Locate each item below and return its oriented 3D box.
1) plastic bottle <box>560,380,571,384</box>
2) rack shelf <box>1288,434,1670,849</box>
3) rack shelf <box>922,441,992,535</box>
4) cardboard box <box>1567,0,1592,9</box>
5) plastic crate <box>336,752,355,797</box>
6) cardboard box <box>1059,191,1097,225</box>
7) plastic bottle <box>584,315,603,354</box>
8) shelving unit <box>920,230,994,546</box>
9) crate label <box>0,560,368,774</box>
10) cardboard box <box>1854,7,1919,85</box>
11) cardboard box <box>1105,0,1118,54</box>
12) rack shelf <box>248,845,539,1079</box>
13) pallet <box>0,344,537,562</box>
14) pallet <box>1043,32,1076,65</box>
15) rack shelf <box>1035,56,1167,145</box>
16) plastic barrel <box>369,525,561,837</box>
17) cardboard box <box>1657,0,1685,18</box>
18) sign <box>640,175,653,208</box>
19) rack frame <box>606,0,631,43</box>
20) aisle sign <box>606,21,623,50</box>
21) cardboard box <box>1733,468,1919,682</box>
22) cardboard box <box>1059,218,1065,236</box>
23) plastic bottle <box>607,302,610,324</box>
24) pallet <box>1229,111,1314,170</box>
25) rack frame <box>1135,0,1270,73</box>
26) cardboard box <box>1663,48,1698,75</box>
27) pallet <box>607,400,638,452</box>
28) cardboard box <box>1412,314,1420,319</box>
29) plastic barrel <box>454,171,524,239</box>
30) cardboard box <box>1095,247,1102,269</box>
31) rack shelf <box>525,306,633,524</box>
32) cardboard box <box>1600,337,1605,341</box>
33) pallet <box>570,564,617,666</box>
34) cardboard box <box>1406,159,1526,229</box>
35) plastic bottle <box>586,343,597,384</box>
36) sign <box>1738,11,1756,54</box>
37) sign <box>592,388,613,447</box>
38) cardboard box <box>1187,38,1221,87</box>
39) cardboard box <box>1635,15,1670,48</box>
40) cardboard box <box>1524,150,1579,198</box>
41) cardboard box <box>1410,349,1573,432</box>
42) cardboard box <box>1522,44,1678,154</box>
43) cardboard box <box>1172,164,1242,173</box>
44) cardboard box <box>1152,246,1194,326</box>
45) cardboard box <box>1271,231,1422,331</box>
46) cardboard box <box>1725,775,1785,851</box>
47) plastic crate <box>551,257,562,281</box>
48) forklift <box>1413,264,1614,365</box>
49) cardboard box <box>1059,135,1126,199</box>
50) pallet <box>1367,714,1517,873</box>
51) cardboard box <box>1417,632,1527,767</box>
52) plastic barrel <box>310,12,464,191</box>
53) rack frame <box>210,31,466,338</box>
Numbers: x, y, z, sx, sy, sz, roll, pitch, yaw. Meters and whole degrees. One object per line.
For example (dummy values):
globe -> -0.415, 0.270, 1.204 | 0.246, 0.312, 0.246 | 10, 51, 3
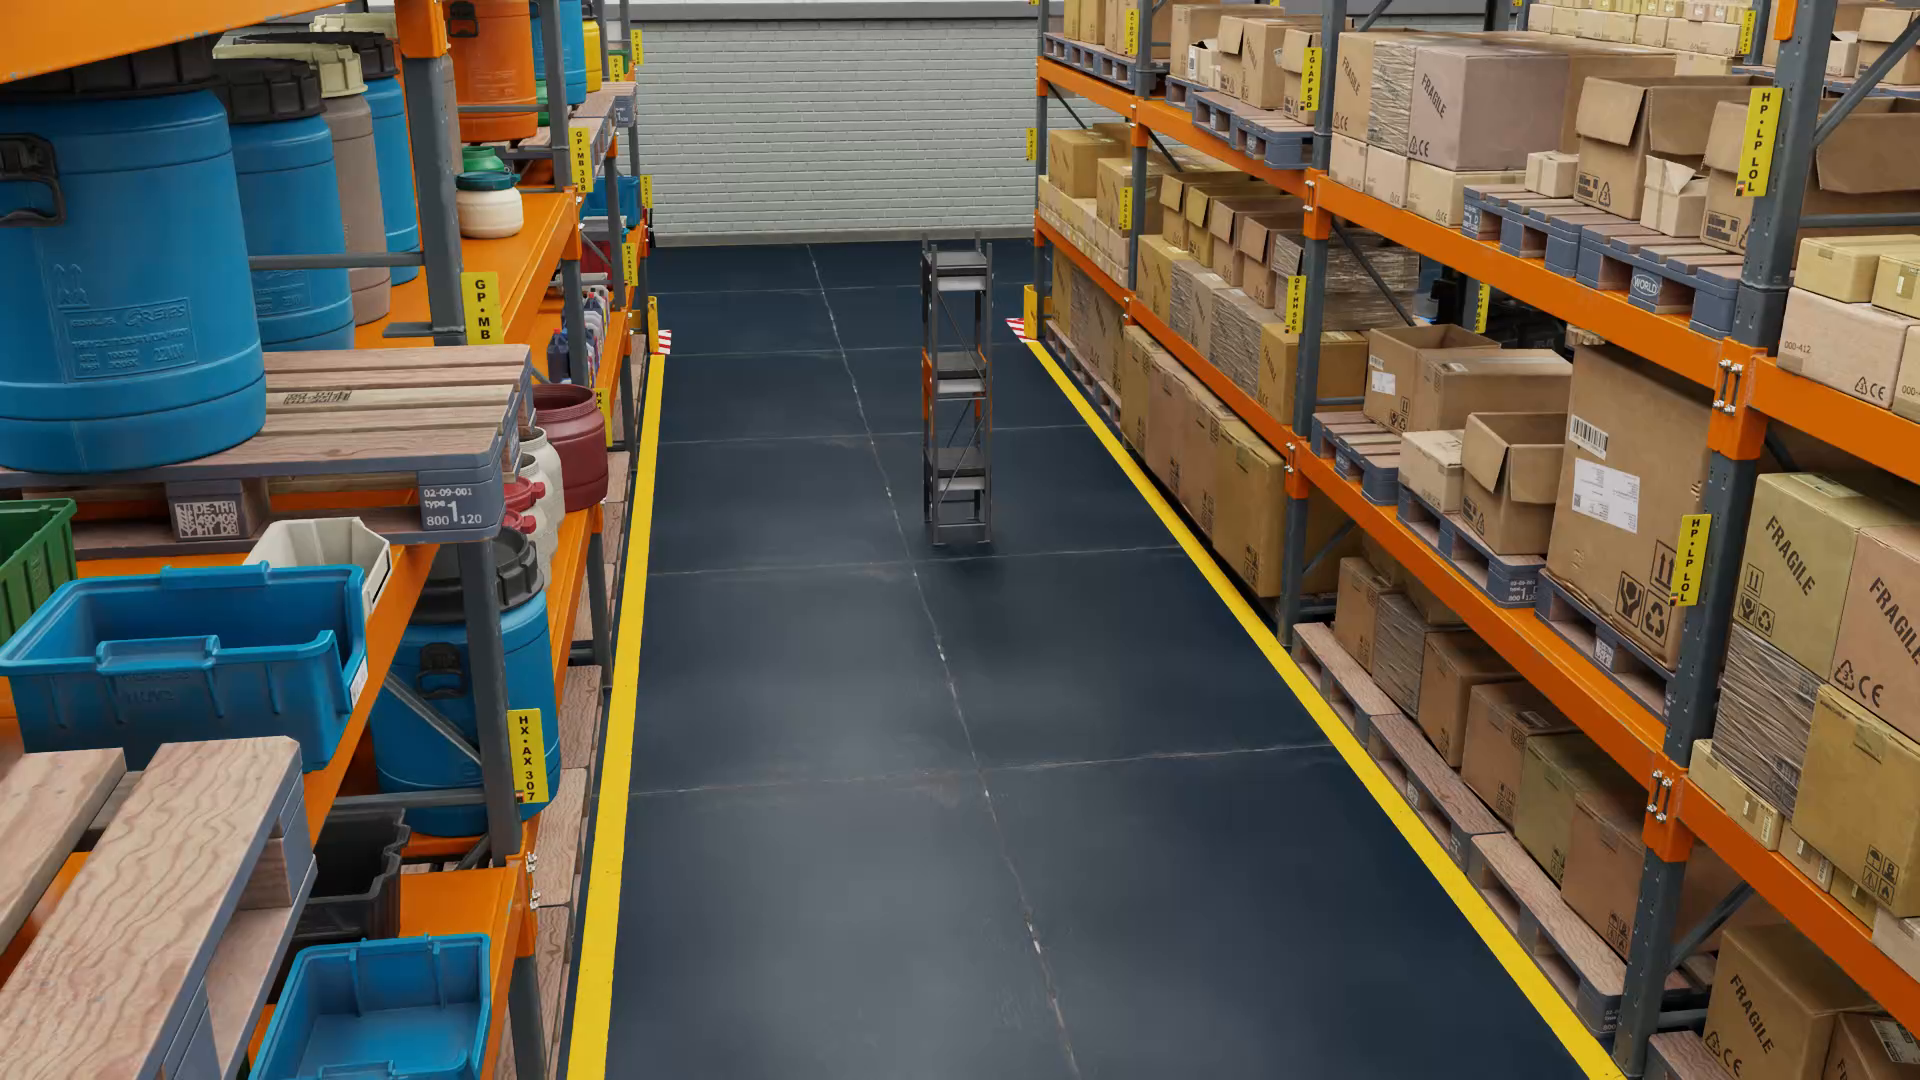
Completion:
plastic bottle -> -2.286, -0.820, 9.803 | 0.152, 0.276, 0.135 | -3, 21, -8
rack shelf -> 2.712, 0.228, 7.848 | 1.077, 0.370, 4.000 | -3, 21, -8
rack shelf -> -0.024, -0.372, 11.752 | 0.431, 0.518, 0.480 | -3, 21, -8
cardboard box -> 6.035, -5.148, 15.856 | 0.380, 0.149, 0.250 | -3, 21, -7
plastic crate -> -2.273, 0.651, 5.595 | 0.402, 0.464, 0.583 | -3, 21, -8
cardboard box -> 1.223, -3.107, 15.538 | 0.500, 0.250, 0.500 | -4, 21, -10
plastic bottle -> -2.532, -1.411, 11.384 | 0.152, 0.276, 0.135 | -3, 21, -8
shelving unit -> -0.024, -1.041, 11.502 | 0.431, 2.100, 0.503 | -3, 21, -8
crate label -> -1.267, 0.218, 2.772 | 0.502, 0.251, 0.408 | -3, 21, -8
cardboard box -> 6.863, -3.511, 11.794 | 0.797, 0.503, 0.637 | -3, 21, -8
cardboard box -> 1.602, -4.337, 13.867 | 0.700, 0.500, 0.500 | -2, 21, -5
rack shelf -> -1.612, 1.862, 3.471 | 1.077, 0.370, 4.000 | -3, 21, -8
pallet -> -1.700, -0.239, 4.052 | 1.213, 0.211, 1.003 | -3, 21, -8
pallet -> 1.388, -4.679, 15.796 | 1.003, 0.211, 1.213 | -3, 21, -8
rack shelf -> 1.559, -3.947, 14.739 | 1.077, 0.370, 4.000 | -3, 21, -8
plastic barrel -> -1.656, 0.449, 5.510 | 0.600, 0.901, 0.708 | -3, 21, -8
cardboard box -> 6.296, -4.613, 14.423 | 0.380, 0.149, 0.250 | -4, 21, -10
sign -> -3.088, -3.432, 16.384 | 0.100, 0.325, 0.005 | -3, 21, -8
rack frame -> -3.630, -6.132, 15.274 | 1.000, 3.000, 0.127 | -3, 21, -8
aisle sign -> -3.351, -4.579, 15.975 | 0.394, 0.787, 0.004 | -3, 21, -8
cardboard box -> 2.814, 0.097, 5.172 | 0.500, 0.500, 0.500 | -3, 21, -8
cardboard box -> 1.146, -2.959, 15.710 | 0.380, 0.149, 0.250 | -3, 21, -9
plastic bottle -> -2.633, -1.685, 12.224 | 0.097, 0.201, 0.097 | 0, 20, 0
pallet -> 2.279, -2.339, 9.674 | 1.213, 0.211, 1.003 | -2, 21, -5
rack frame -> 1.848, -4.997, 12.234 | 1.000, 3.000, 0.127 | -3, 21, -8
cardboard box -> 6.372, -4.067, 14.244 | 0.500, 0.250, 0.500 | -3, 21, -8
pallet -> -3.198, -0.883, 13.779 | 1.003, 0.211, 1.213 | -3, 21, -8
cardboard box -> 2.547, -1.209, 10.524 | 0.500, 0.500, 0.500 | -3, 21, -9
plastic barrel -> -2.063, -1.464, 7.259 | 0.301, 0.262, 0.301 | 0, 20, 0
cardboard box -> 1.368, -2.425, 14.281 | 0.380, 0.149, 0.250 | -3, 21, -7
rack shelf -> -2.765, -0.908, 10.887 | 1.077, 0.370, 4.000 | -3, 21, -8
cardboard box -> 6.289, -1.953, 15.708 | 0.380, 0.149, 0.250 | -4, 21, -10
pallet -> -2.632, 0.483, 10.120 | 1.003, 0.211, 1.213 | -3, 21, -8
cardboard box -> 2.397, -1.606, 7.656 | 0.500, 0.250, 0.500 | -2, 21, -7
plastic bottle -> -2.419, -1.140, 10.659 | 0.152, 0.276, 0.135 | -3, 21, -8
sign -> 6.234, -4.019, 13.164 | 0.100, 0.325, 0.005 | -3, 21, -8
sign -> -1.934, -0.659, 8.959 | 0.100, 0.325, 0.005 | -3, 21, -8
cardboard box -> 1.917, -3.363, 11.672 | 0.500, 0.311, 0.500 | -4, 21, -10
cardboard box -> 6.309, -4.479, 14.634 | 0.500, 0.250, 0.500 | -2, 21, -6
cardboard box -> 2.632, -1.554, 7.035 | 0.380, 0.166, 0.250 | -3, 21, -9
cardboard box -> 2.721, -0.672, 8.486 | 0.700, 0.500, 0.500 | 0, 20, 0
cardboard box -> 2.881, -1.986, 7.603 | 0.500, 0.500, 0.500 | -3, 21, -7
cardboard box -> 2.032, -2.786, 13.605 | 0.500, 0.500, 0.500 | -3, 21, -8
cardboard box -> 1.740, -1.888, 12.340 | 0.500, 0.500, 0.500 | -3, 21, -8
cardboard box -> 2.335, -1.573, 10.063 | 0.797, 0.503, 0.637 | -2, 21, -6
cardboard box -> 2.757, 0.878, 5.438 | 0.380, 0.149, 0.250 | -3, 21, -8
plastic crate -> -3.481, -2.210, 13.654 | 0.437, 0.125, 0.590 | -3, 21, -8
forklift -> 4.554, -2.010, 12.909 | 1.130, 2.935, 3.031 | -11, 23, -28
cardboard box -> 1.226, -3.460, 15.411 | 0.500, 0.500, 0.500 | -3, 21, -9
pallet -> 2.708, 1.197, 8.211 | 1.003, 0.211, 1.213 | -3, 21, -8
cardboard box -> 2.722, 0.781, 8.281 | 0.700, 0.500, 0.500 | -1, 21, -3
plastic barrel -> -2.573, -1.897, 7.504 | 0.600, 0.901, 0.600 | 0, 20, 0
rack frame -> -1.900, -1.978, 4.149 | 1.000, 3.000, 0.127 | -3, 21, -8
